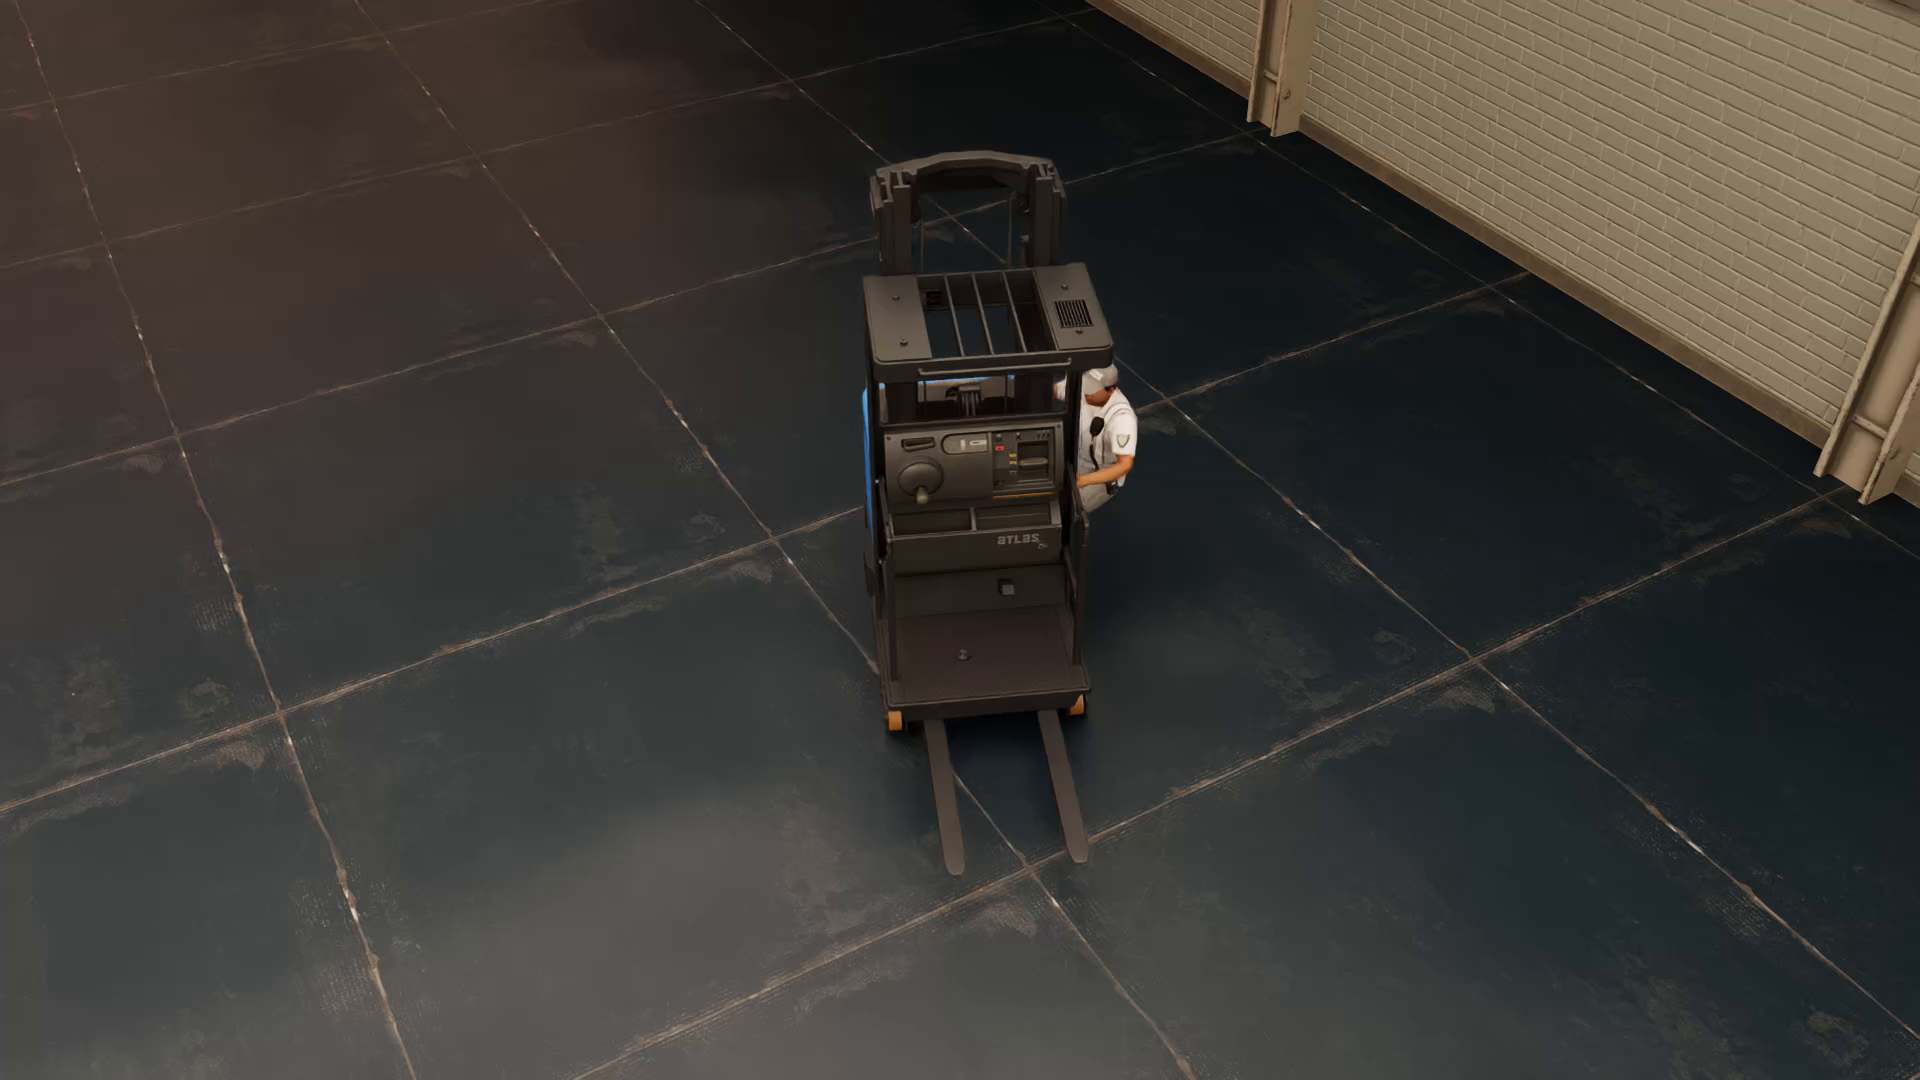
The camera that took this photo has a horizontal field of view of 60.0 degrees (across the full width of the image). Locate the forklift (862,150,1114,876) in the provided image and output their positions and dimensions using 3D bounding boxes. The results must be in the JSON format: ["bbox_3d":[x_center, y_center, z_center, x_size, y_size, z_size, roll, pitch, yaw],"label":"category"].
[{"bbox_3d":[0.104,-0.322,8.425,1.130,2.935,3.031,-4,40,-5],"label":"forklift"}]

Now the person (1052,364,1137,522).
[{"bbox_3d":[0.604,-0.372,9.673,0.831,1.442,0.816,-30,48,-31],"label":"person"}]
